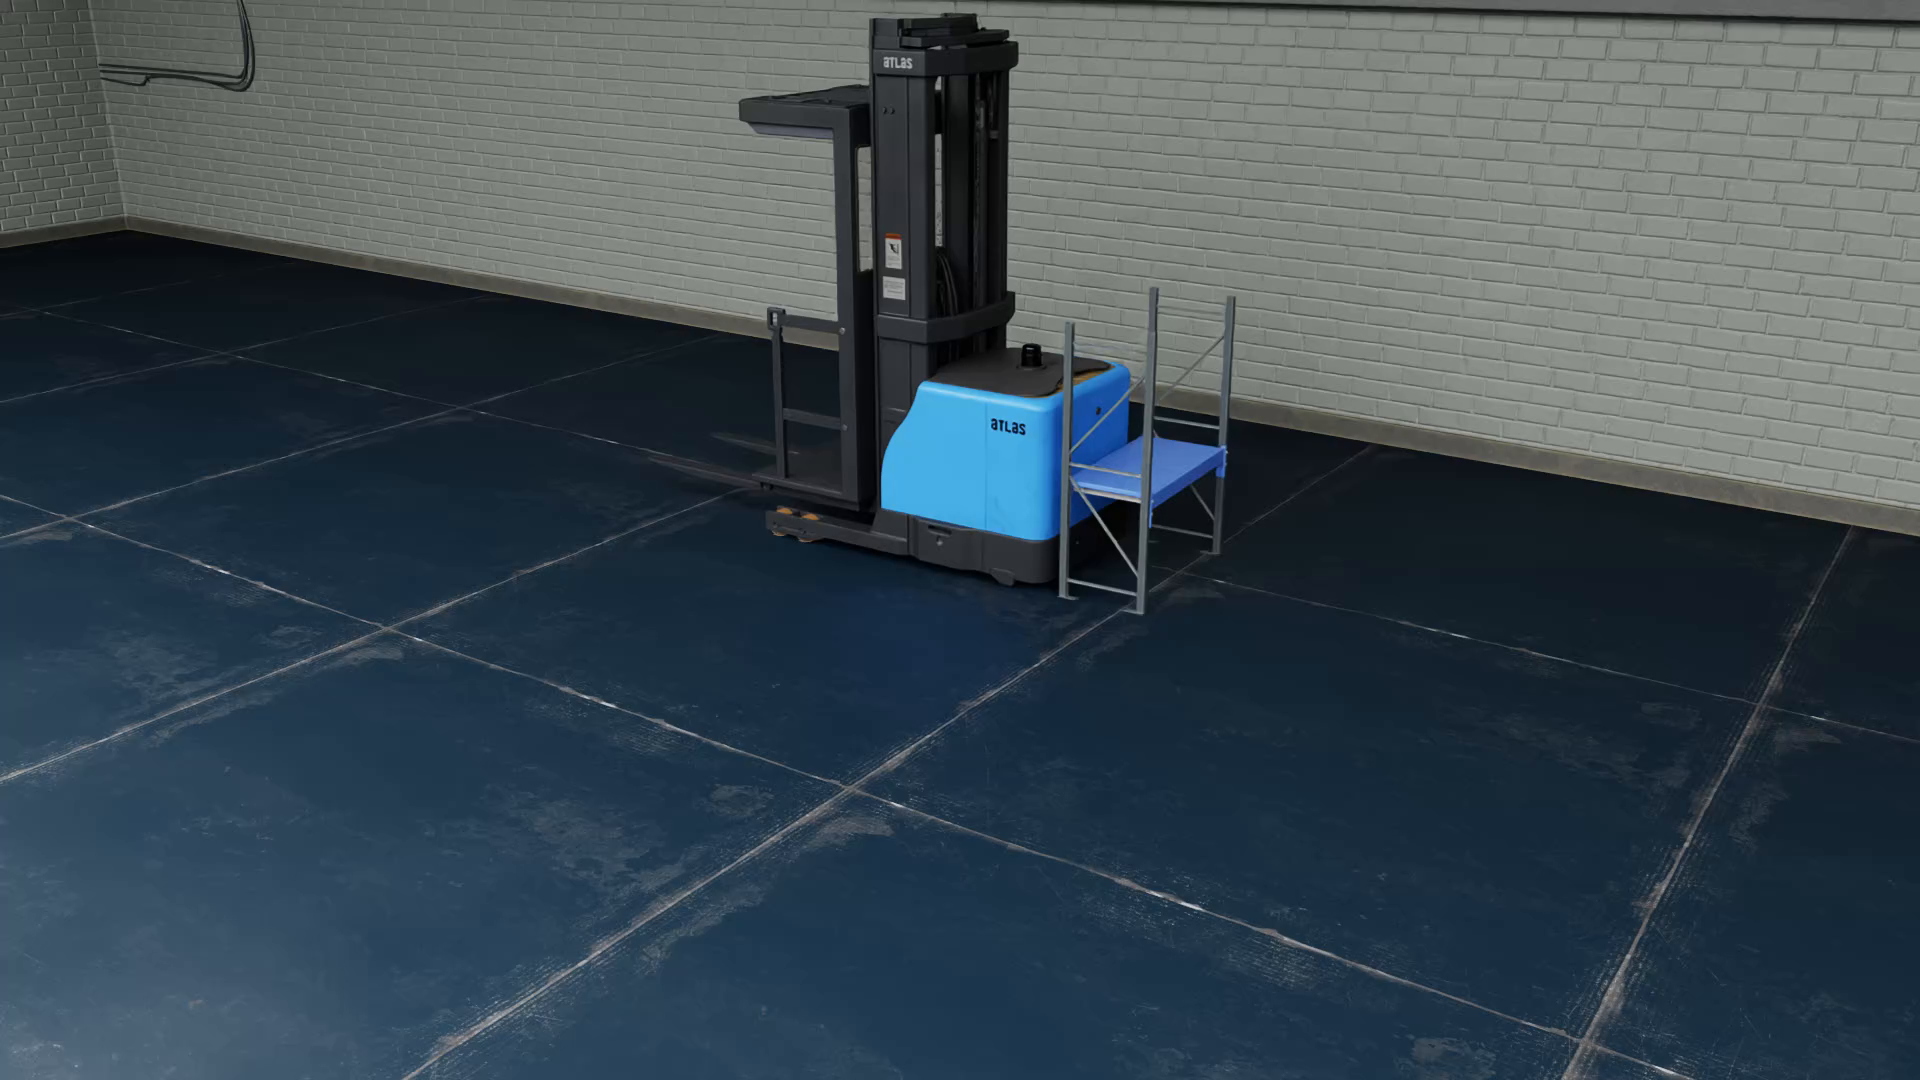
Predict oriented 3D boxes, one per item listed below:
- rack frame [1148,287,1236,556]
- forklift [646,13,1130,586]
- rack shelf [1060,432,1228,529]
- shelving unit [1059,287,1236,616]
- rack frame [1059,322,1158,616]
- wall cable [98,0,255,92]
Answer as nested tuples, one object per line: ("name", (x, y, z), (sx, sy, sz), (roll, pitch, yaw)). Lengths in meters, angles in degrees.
("rack frame", (1.275, -0.659, 9.384), (0.500, 1.500, 0.032), (12, 23, 29))
("forklift", (-0.543, -1.497, 9.587), (3.031, 2.935, 1.130), (13, 24, 31))
("rack shelf", (1.014, -0.339, 9.038), (0.538, 0.185, 1.000), (12, 23, 29))
("shelving unit", (1.014, -0.508, 8.975), (0.538, 1.500, 1.048), (12, 23, 29))
("rack frame", (0.753, -0.356, 8.566), (0.500, 1.500, 0.032), (12, 23, 29))
("wall cable", (-8.696, -6.160, 17.924), (3.097, 2.526, 0.112), (13, 24, 32))
